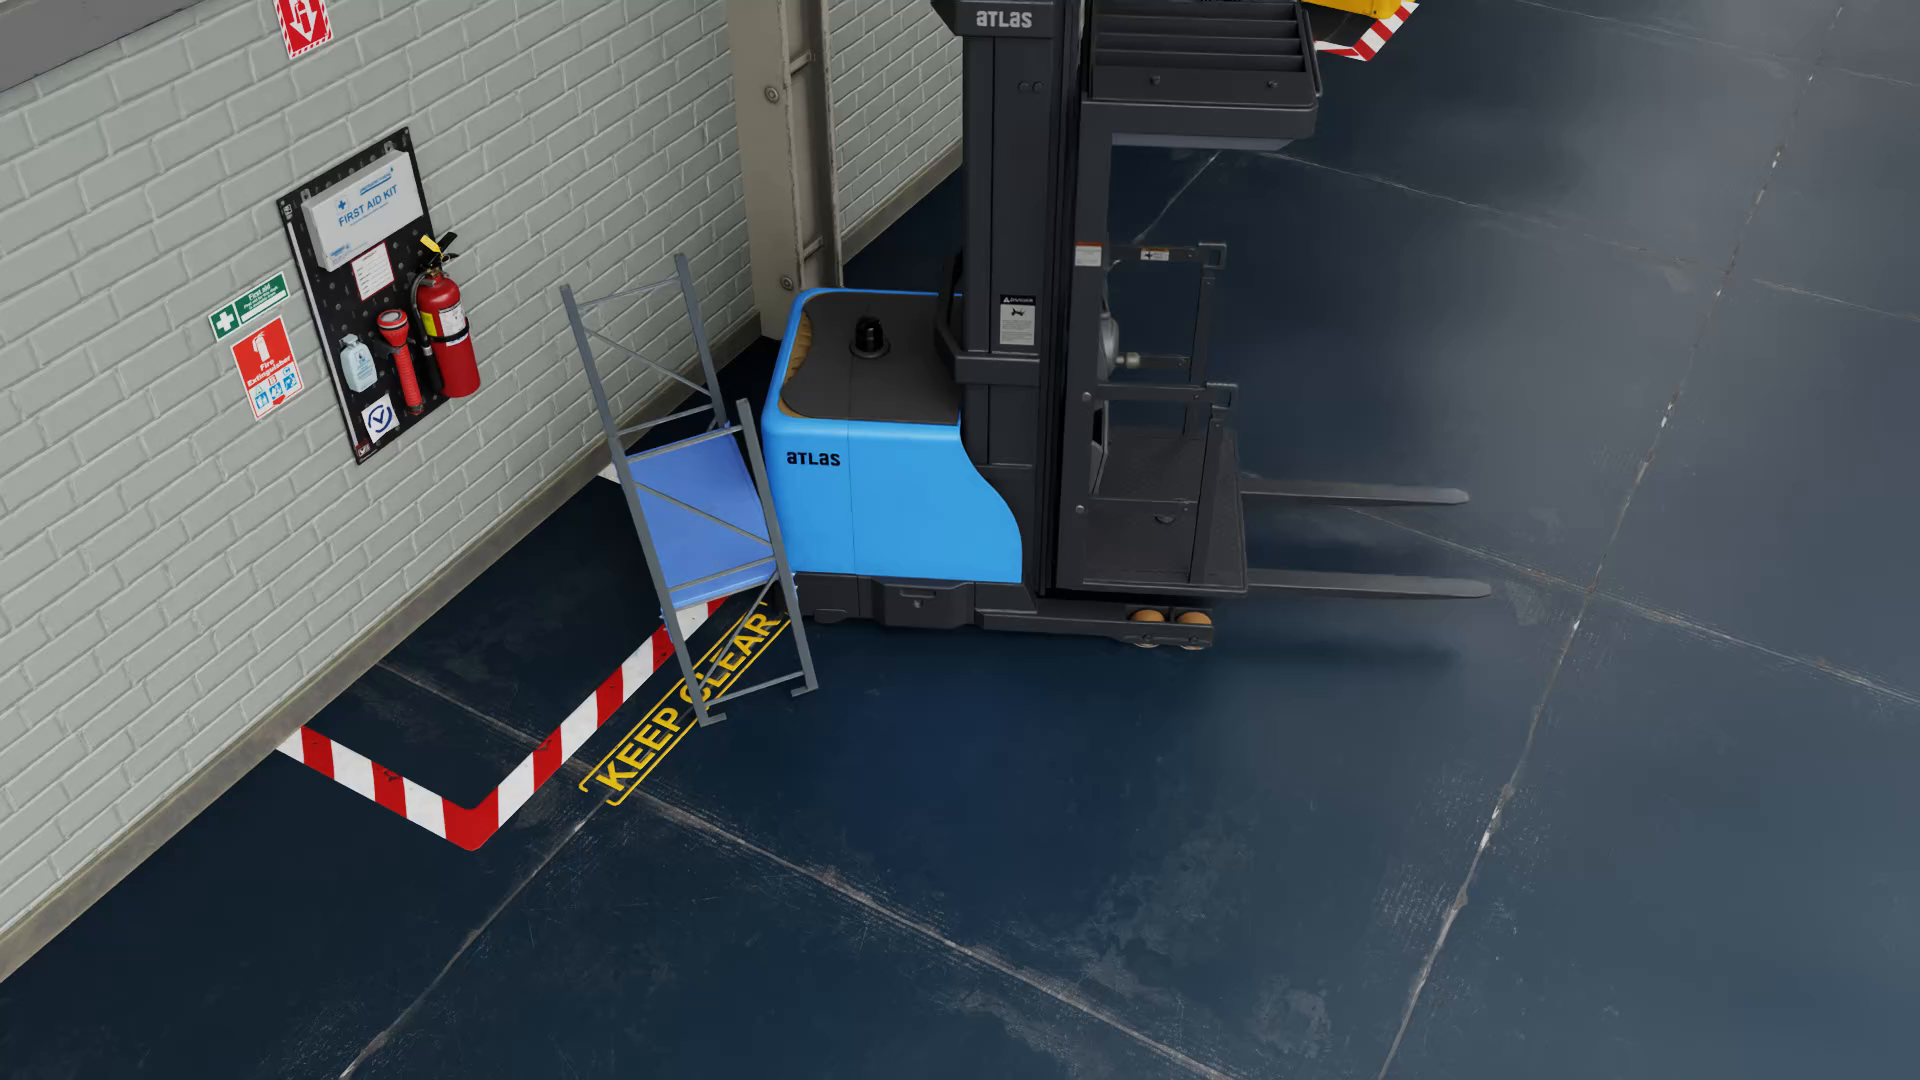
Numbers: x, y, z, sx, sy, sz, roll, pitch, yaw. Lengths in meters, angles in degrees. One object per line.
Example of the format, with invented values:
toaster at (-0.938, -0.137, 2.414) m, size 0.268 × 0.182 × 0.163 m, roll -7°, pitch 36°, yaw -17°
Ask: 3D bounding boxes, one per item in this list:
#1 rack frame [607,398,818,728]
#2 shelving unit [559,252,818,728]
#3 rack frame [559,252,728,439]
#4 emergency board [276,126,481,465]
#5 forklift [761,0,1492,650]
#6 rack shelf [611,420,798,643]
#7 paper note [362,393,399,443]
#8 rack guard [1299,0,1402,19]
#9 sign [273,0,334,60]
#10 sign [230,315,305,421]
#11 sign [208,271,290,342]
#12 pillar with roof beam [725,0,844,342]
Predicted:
rack frame at (-0.894, 0.131, 6.248) m, size 0.500 × 1.500 × 0.032 m, roll -18°, pitch 44°, yaw -10°
shelving unit at (-1.064, -0.186, 6.608) m, size 0.538 × 1.500 × 1.048 m, roll -18°, pitch 44°, yaw -10°
rack frame at (-1.234, -0.503, 6.967) m, size 0.500 × 1.500 × 0.032 m, roll -18°, pitch 44°, yaw -10°
emergency board at (-2.117, -0.886, 6.302) m, size 0.194 × 1.169 × 0.643 m, roll 21°, pitch 45°, yaw 22°
forklift at (0.745, -1.001, 6.484) m, size 3.031 × 2.935 × 1.130 m, roll 3°, pitch 41°, yaw 3°
rack shelf at (-1.046, -0.056, 6.731) m, size 0.538 × 0.185 × 1.000 m, roll -18°, pitch 44°, yaw -10°
paper note at (-2.265, -0.477, 6.504) m, size 0.016 × 0.148 × 0.142 m, roll 21°, pitch 45°, yaw 22°
rack guard at (2.592, -4.139, 11.888) m, size 1.175 × 0.500 × 0.348 m, roll 21°, pitch 45°, yaw 22°
sign at (-2.207, -1.784, 5.568) m, size 0.001 × 0.298 × 0.199 m, roll 21°, pitch 45°, yaw 22°
sign at (-2.483, -0.617, 5.970) m, size 0.001 × 0.329 × 0.234 m, roll 21°, pitch 45°, yaw 22°
sign at (-2.473, -0.816, 5.794) m, size 0.001 × 0.109 × 0.331 m, roll 21°, pitch 45°, yaw 22°
pillar with roof beam at (2.880, -3.115, 4.294) m, size 9.100 × 9.000 × 0.400 m, roll 21°, pitch 45°, yaw 22°
